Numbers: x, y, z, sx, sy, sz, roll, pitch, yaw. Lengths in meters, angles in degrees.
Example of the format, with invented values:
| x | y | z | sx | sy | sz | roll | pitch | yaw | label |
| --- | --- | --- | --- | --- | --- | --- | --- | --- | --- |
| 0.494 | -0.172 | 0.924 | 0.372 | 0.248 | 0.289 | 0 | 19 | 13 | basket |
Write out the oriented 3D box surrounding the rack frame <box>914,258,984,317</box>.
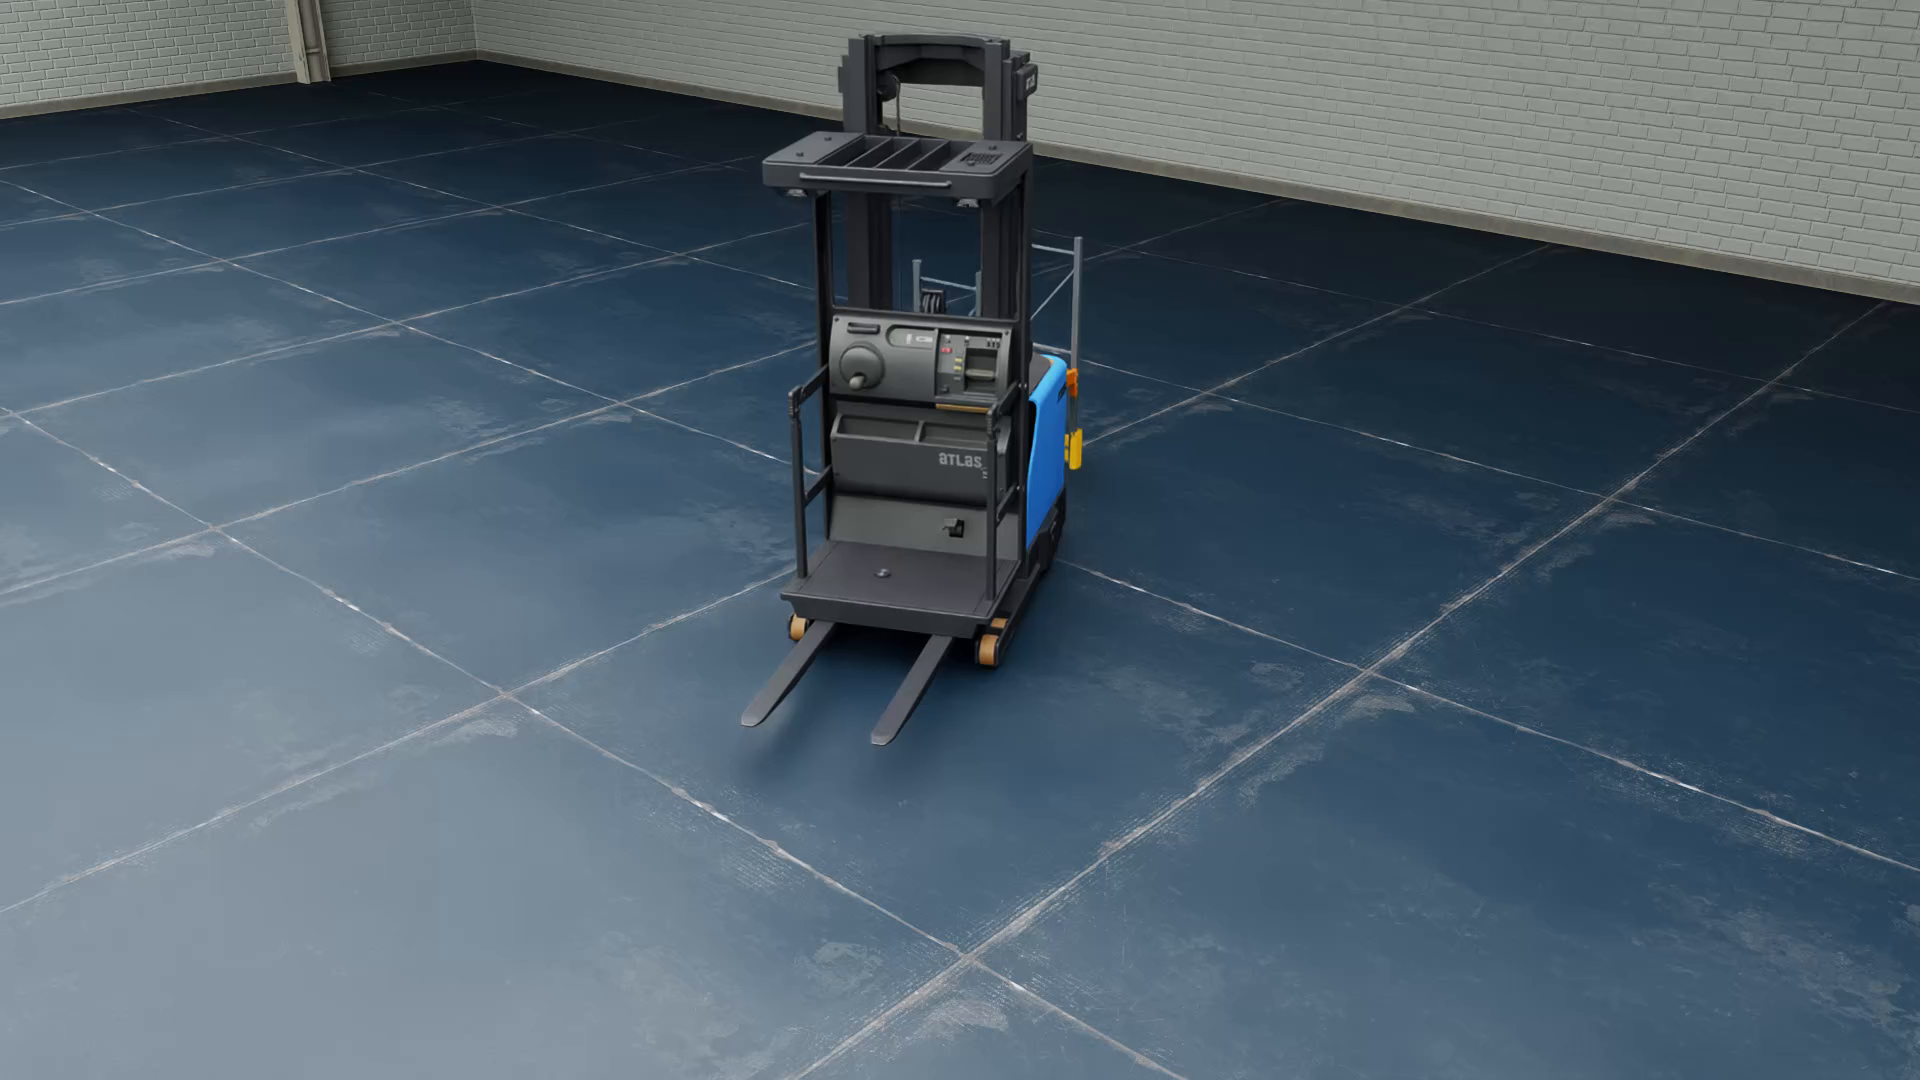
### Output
| x | y | z | sx | sy | sz | roll | pitch | yaw | label |
| --- | --- | --- | --- | --- | --- | --- | --- | --- | --- |
| -0.065 | -0.905 | 9.935 | 0.500 | 1.500 | 0.032 | 17 | 29 | 33 | rack frame |

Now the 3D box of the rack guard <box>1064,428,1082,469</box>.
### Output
| x | y | z | sx | sy | sz | roll | pitch | yaw | label |
| --- | --- | --- | --- | --- | --- | --- | --- | --- | --- |
| 0.538 | -0.660 | 10.915 | 0.587 | 0.250 | 0.087 | 17 | 29 | 33 | rack guard |

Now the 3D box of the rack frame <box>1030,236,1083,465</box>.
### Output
| x | y | z | sx | sy | sz | roll | pitch | yaw | label |
| --- | --- | --- | --- | --- | --- | --- | --- | --- | --- |
| 0.550 | -1.236 | 10.674 | 0.500 | 1.500 | 0.032 | 17 | 29 | 33 | rack frame |

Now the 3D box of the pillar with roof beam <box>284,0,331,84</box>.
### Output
| x | y | z | sx | sy | sz | roll | pitch | yaw | label |
| --- | --- | --- | --- | --- | --- | --- | --- | --- | --- |
| -6.638 | -9.924 | 20.885 | 9.100 | 9.000 | 0.400 | 20 | 31 | 38 | pillar with roof beam |

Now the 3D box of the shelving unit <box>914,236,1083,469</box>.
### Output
| x | y | z | sx | sy | sz | roll | pitch | yaw | label |
| --- | --- | --- | --- | --- | --- | --- | --- | --- | --- |
| 0.237 | -1.068 | 10.298 | 0.587 | 1.500 | 1.083 | 17 | 29 | 33 | shelving unit |

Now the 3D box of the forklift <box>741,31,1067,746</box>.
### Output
| x | y | z | sx | sy | sz | roll | pitch | yaw | label |
| --- | --- | --- | --- | --- | --- | --- | --- | --- | --- |
| -0.255 | -0.876 | 8.121 | 1.130 | 2.935 | 3.031 | 6 | 25 | 14 | forklift |

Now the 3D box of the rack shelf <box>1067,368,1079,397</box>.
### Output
| x | y | z | sx | sy | sz | roll | pitch | yaw | label |
| --- | --- | --- | --- | --- | --- | --- | --- | --- | --- |
| 0.243 | -0.906 | 10.378 | 0.538 | 0.185 | 1.000 | 17 | 29 | 33 | rack shelf |
